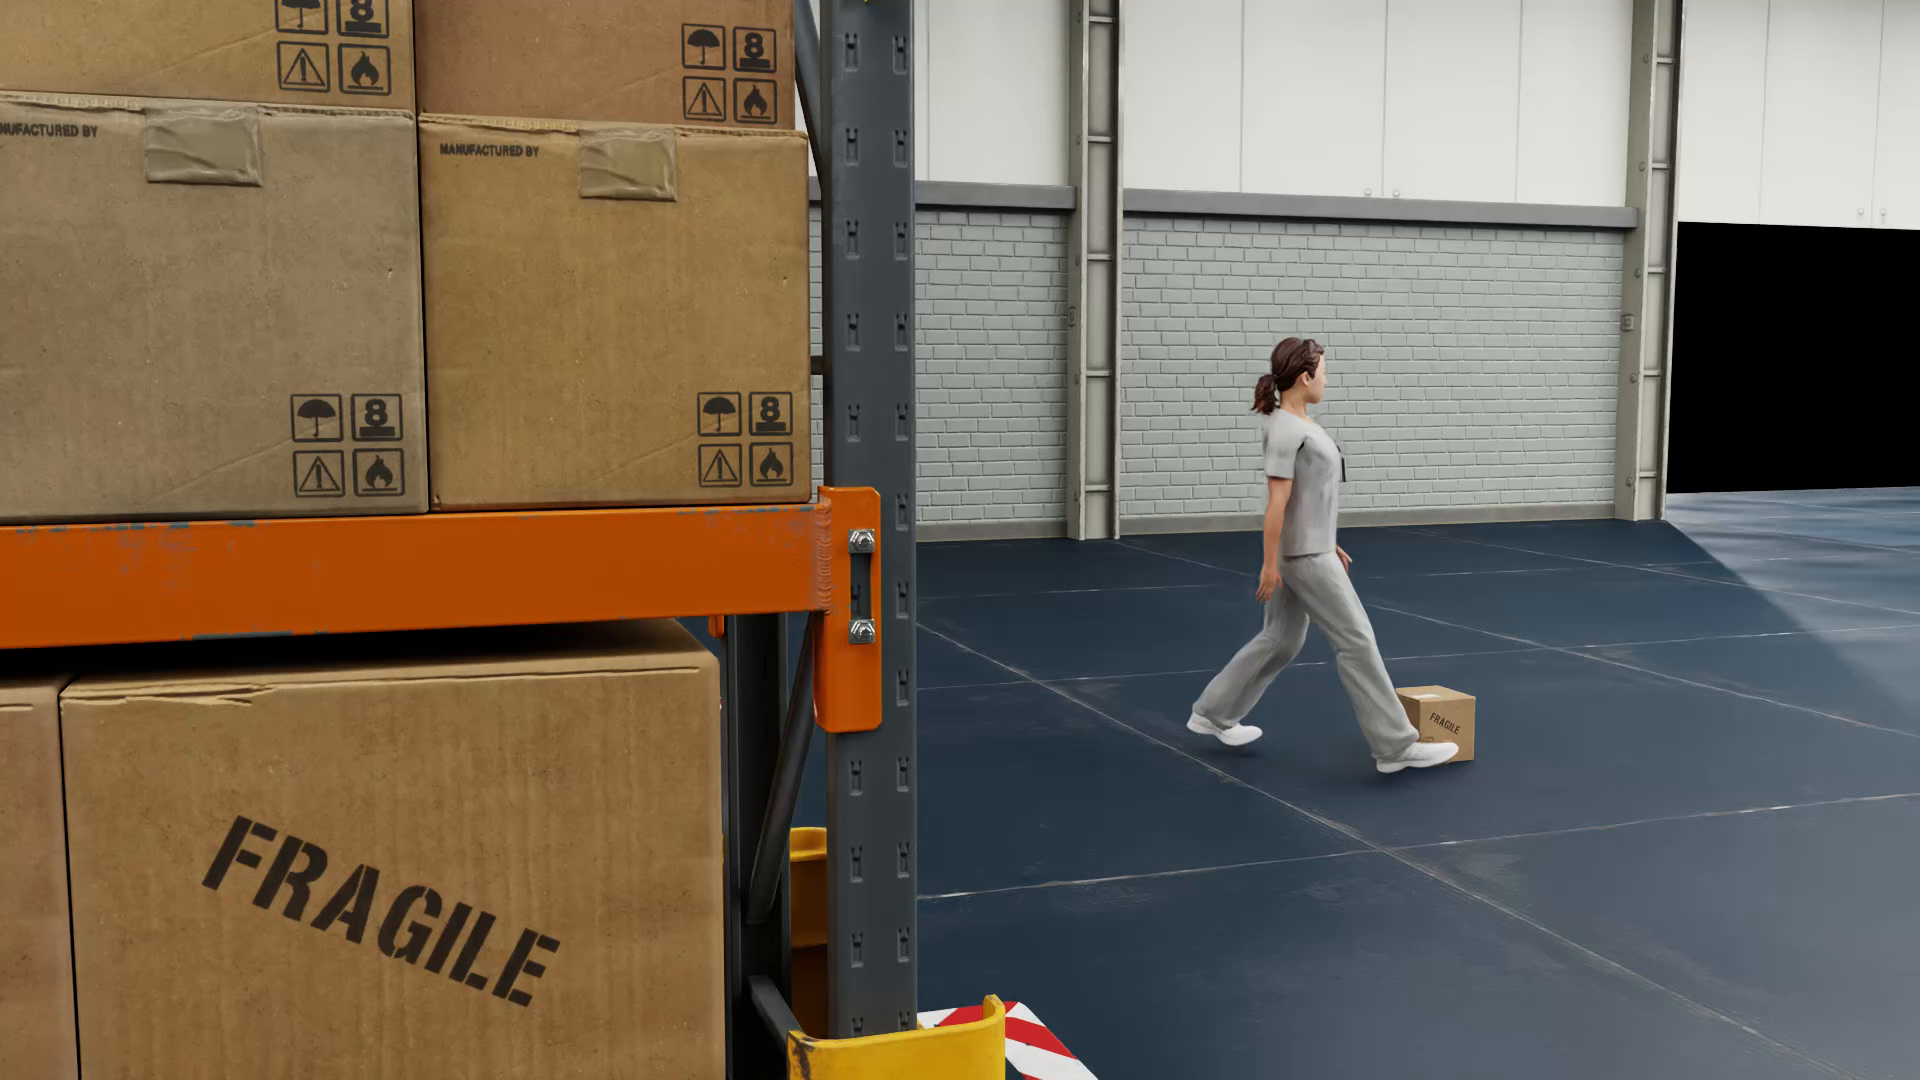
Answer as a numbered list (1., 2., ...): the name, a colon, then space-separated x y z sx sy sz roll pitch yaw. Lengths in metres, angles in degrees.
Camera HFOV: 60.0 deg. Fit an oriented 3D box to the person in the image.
1. person: 1.368 0.043 6.302 1.032 1.613 0.462 2 6 15
